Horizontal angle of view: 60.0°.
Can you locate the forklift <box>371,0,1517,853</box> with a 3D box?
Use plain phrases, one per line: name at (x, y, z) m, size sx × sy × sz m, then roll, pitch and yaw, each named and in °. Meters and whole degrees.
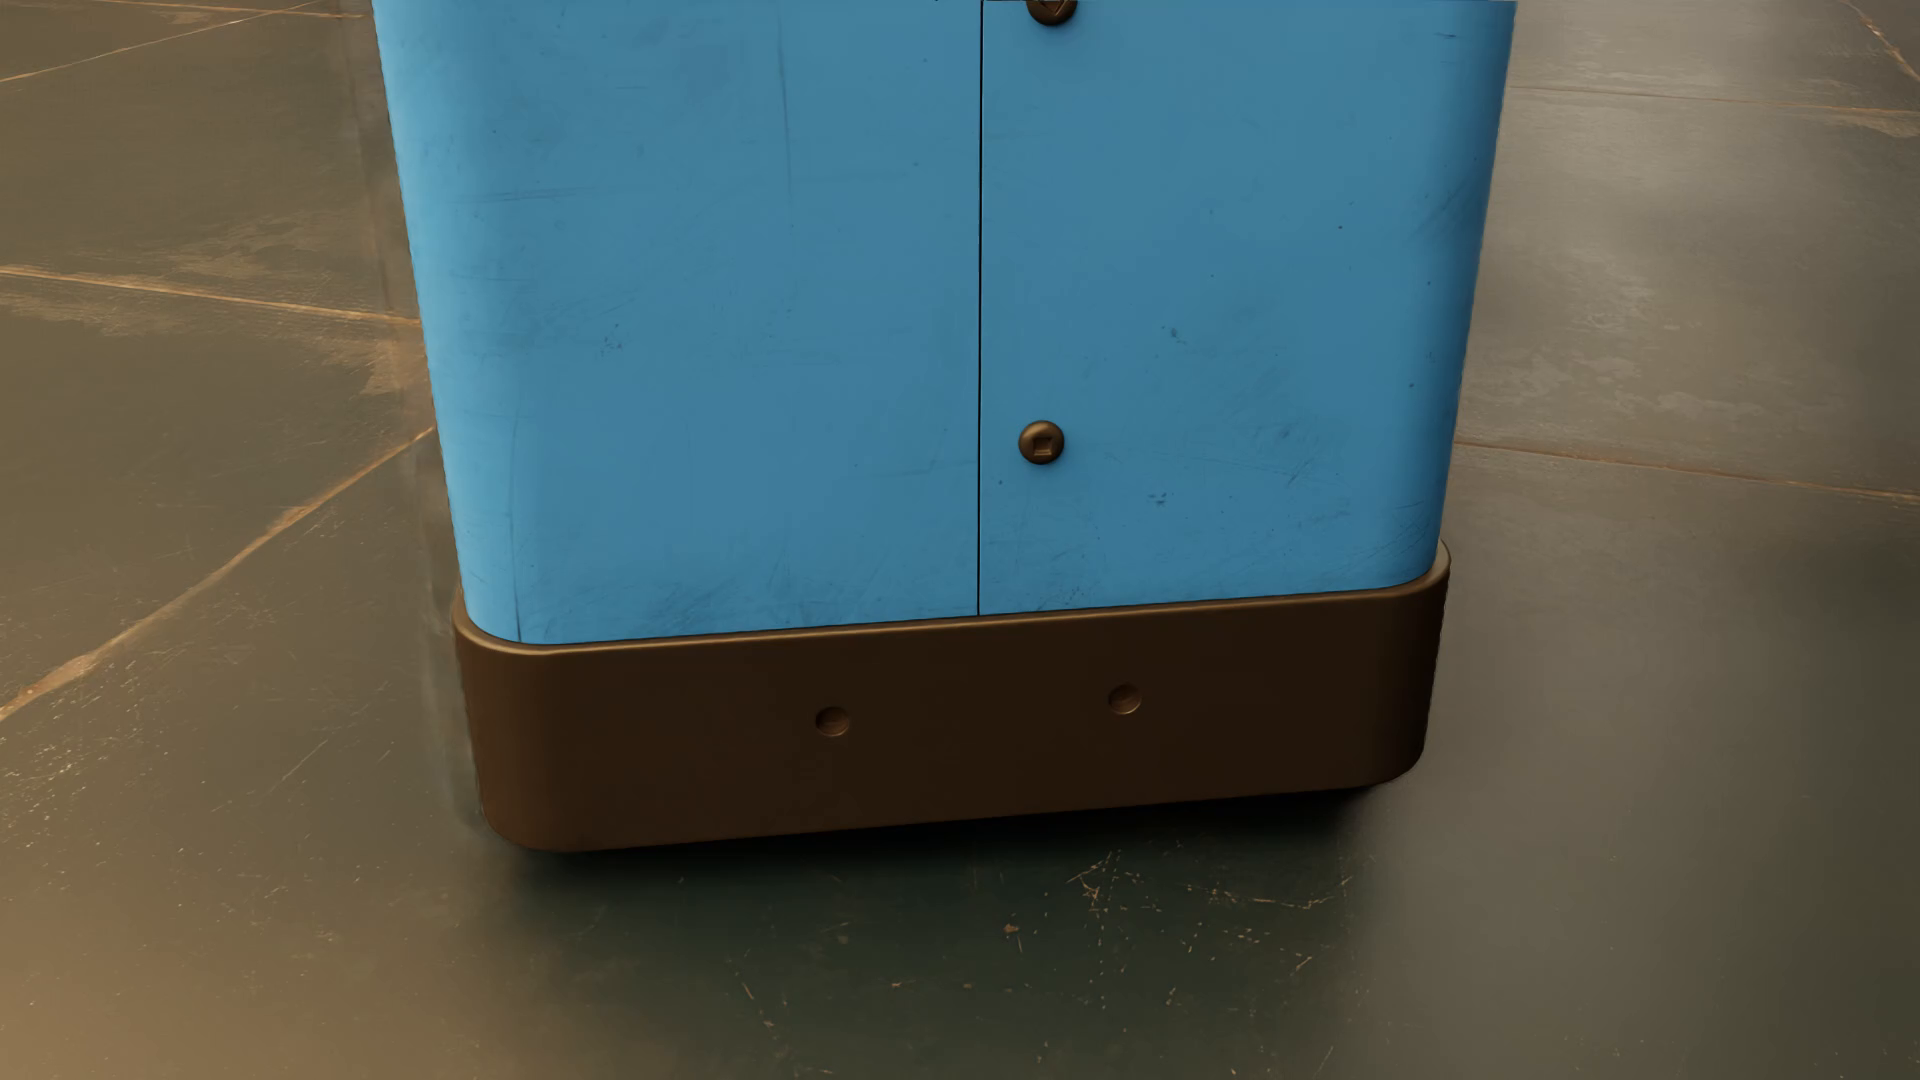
forklift at (-0.185, -1.627, 2.464) m, size 1.130 × 2.935 × 3.031 m, roll -4°, pitch 27°, yaw -7°
